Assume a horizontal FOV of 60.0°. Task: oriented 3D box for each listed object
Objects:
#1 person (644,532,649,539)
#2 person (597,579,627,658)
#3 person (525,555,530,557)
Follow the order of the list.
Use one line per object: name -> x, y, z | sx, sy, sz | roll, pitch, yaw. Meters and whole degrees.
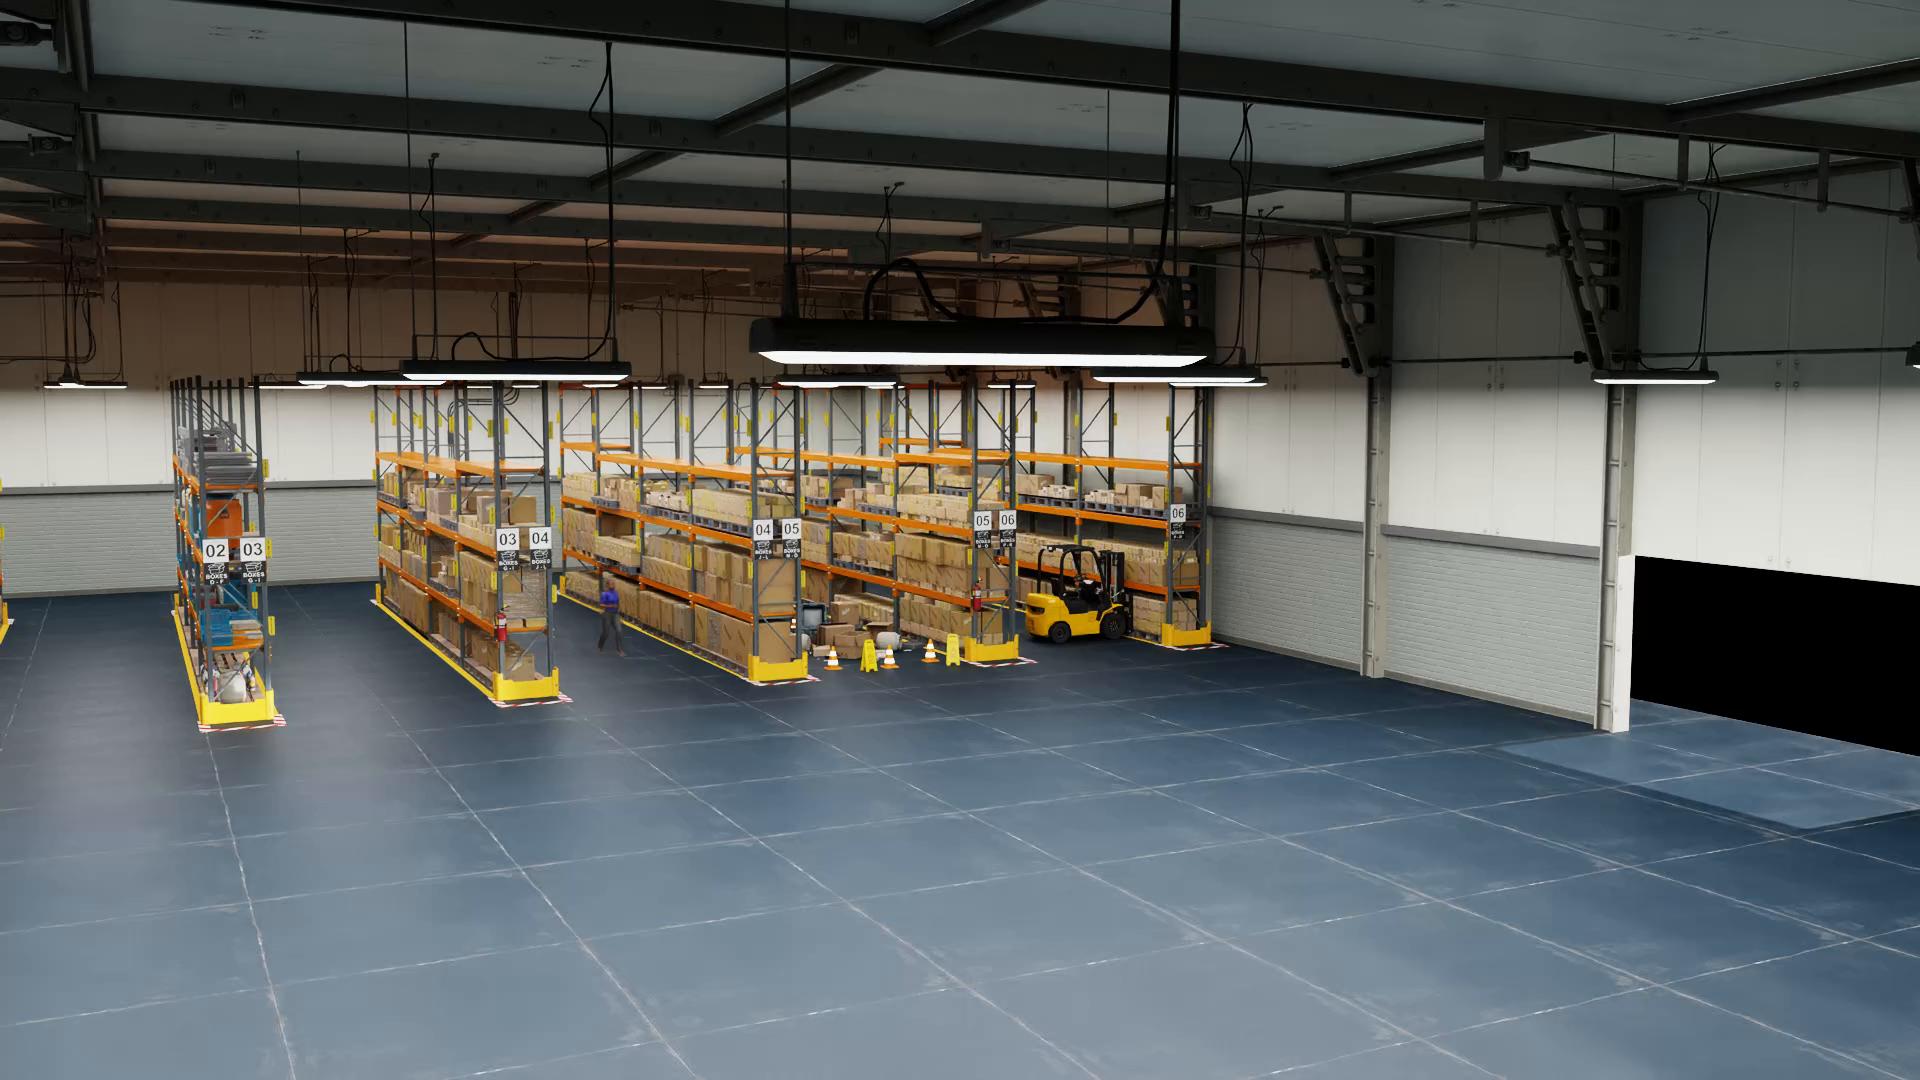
person -> -8.865, 0.657, 47.677 | 0.644, 1.738, 0.867 | -4, 7, -39
person -> -7.586, 1.686, 36.015 | 0.851, 1.696, 0.569 | 5, 7, 44
person -> -12.164, 0.762, 46.404 | 0.659, 1.753, 0.714 | -1, 5, -7
